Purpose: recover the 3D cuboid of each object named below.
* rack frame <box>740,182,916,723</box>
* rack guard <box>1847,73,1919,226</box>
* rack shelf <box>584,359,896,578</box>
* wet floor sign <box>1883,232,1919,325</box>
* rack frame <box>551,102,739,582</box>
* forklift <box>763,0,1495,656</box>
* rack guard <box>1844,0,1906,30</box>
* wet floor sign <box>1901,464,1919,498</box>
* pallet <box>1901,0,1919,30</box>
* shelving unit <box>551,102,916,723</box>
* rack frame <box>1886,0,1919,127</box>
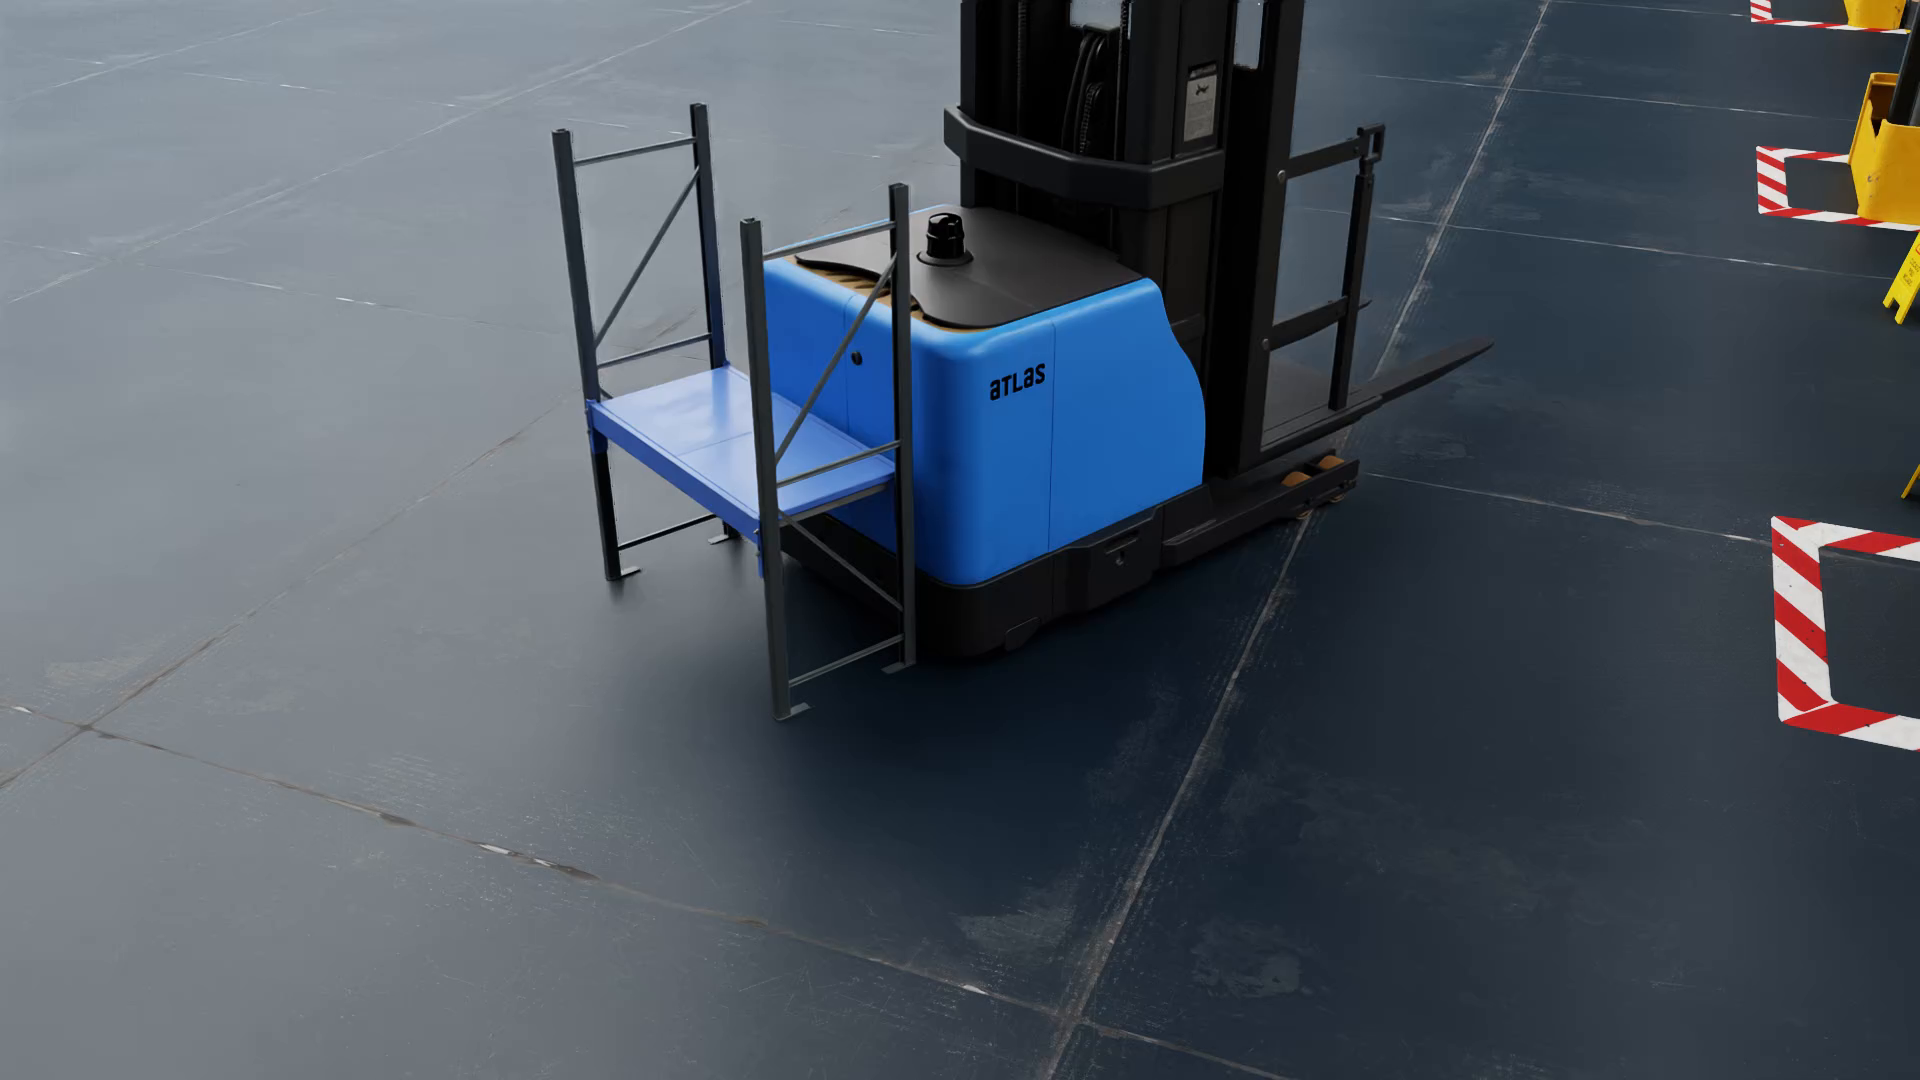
[{"bbox_3d":[-0.339,-0.206,4.589,0.500,1.500,0.032,-21,36,-33],"label":"rack frame"},{"bbox_3d":[5.100,-2.138,9.024,0.348,0.500,1.175,11,31,19],"label":"rack guard"},{"bbox_3d":[-0.655,-0.245,5.024,0.538,0.185,1.000,-21,36,-33],"label":"rack shelf"},{"bbox_3d":[4.351,-1.299,7.393,0.232,0.644,0.267,6,30,11],"label":"wet floor sign"},{"bbox_3d":[-0.972,-0.597,5.282,0.500,1.500,0.032,-21,36,-33],"label":"rack frame"},{"bbox_3d":[0.801,-1.524,5.468,3.031,2.935,1.130,-23,37,-35],"label":"forklift"},{"bbox_3d":[7.151,-4.362,12.959,0.348,0.500,1.175,11,31,19],"label":"rack guard"},{"bbox_3d":[3.581,-0.444,5.880,0.232,0.644,0.267,24,37,36],"label":"wet floor sign"},{"bbox_3d":[7.891,-4.070,12.736,1.213,0.211,1.003,11,31,19],"label":"pallet"},{"bbox_3d":[-0.655,-0.401,4.936,0.538,1.500,1.048,-21,36,-33],"label":"shelving unit"},{"bbox_3d":[5.122,-3.222,8.401,0.127,3.000,1.000,11,31,19],"label":"rack frame"}]
